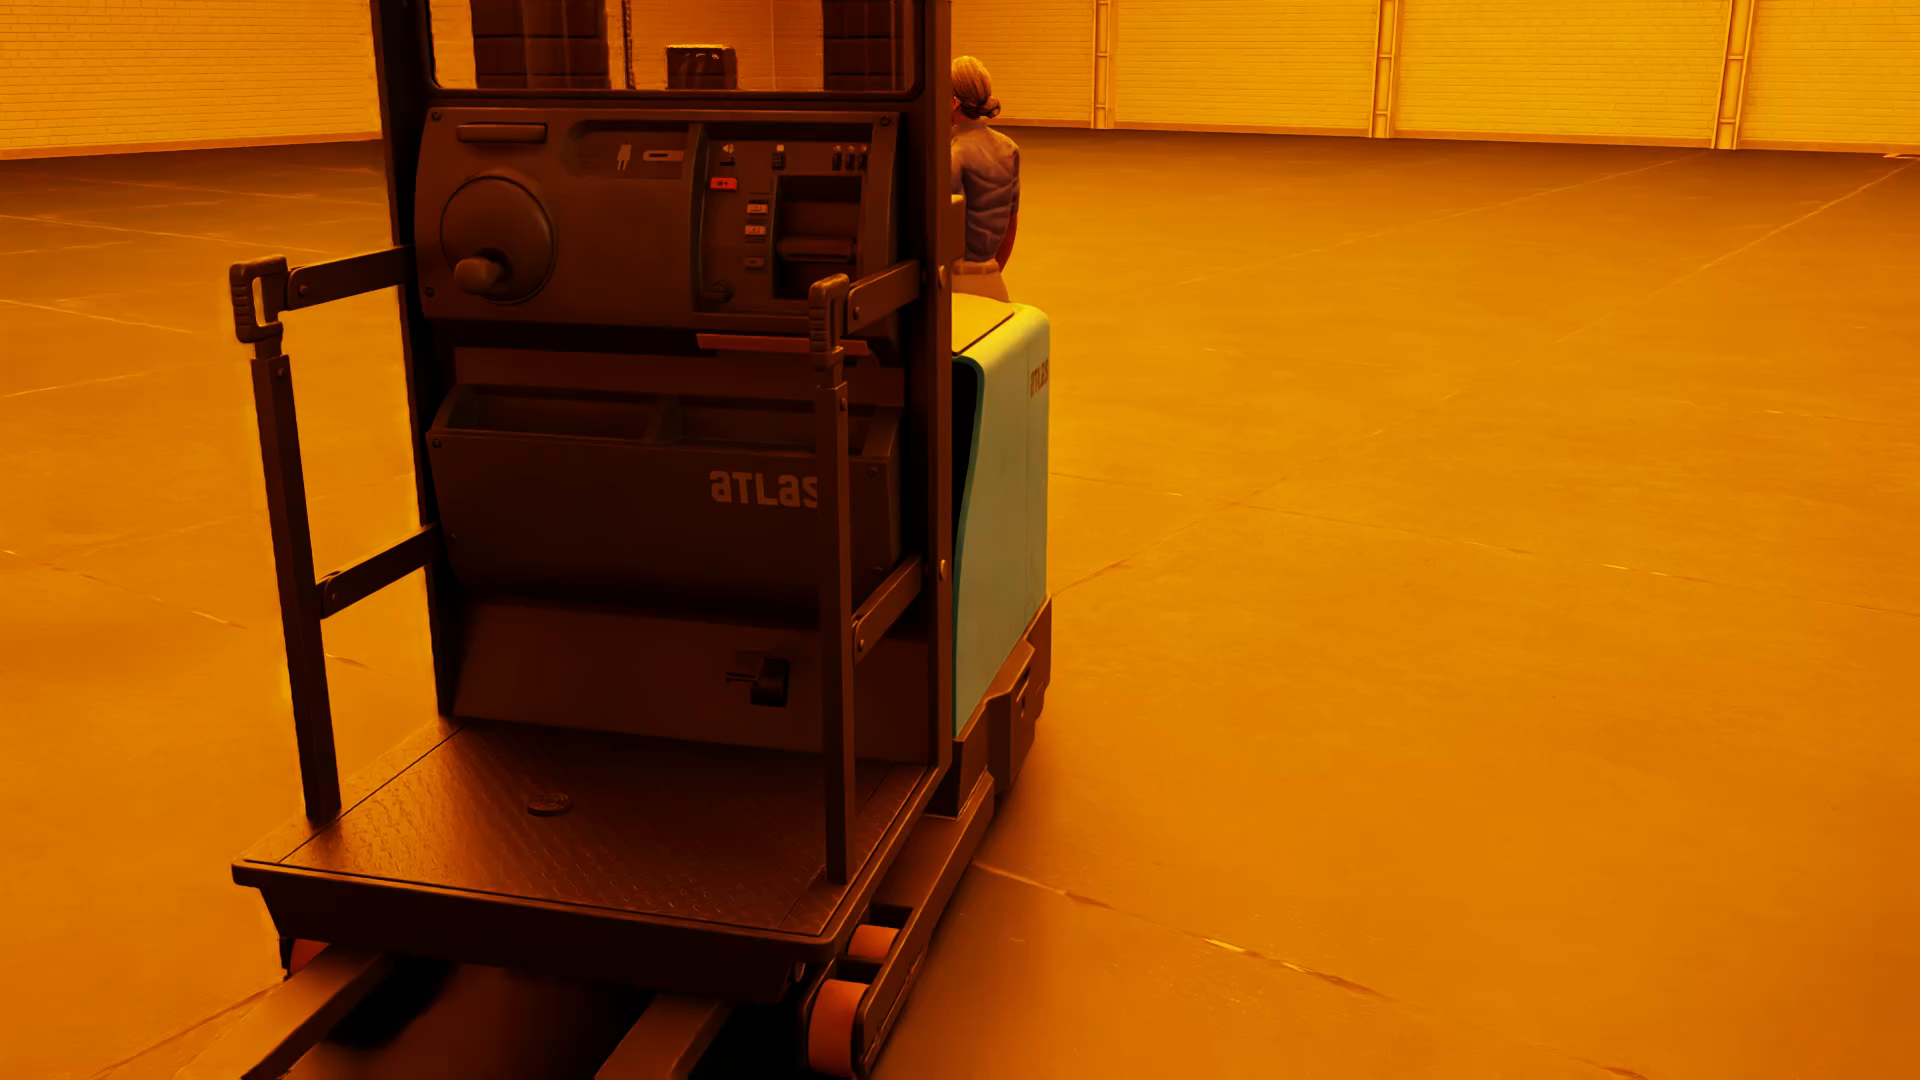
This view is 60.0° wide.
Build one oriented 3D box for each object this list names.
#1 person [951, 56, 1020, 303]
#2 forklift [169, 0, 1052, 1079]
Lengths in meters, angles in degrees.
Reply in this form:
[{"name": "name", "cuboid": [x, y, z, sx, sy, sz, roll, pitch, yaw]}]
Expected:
[{"name": "person", "cuboid": [-0.061, -0.819, 5.773, 0.503, 1.656, 0.569, 11, 20, 33]}, {"name": "forklift", "cuboid": [-0.614, -0.601, 2.841, 1.130, 2.935, 3.031, 4, 17, 14]}]
